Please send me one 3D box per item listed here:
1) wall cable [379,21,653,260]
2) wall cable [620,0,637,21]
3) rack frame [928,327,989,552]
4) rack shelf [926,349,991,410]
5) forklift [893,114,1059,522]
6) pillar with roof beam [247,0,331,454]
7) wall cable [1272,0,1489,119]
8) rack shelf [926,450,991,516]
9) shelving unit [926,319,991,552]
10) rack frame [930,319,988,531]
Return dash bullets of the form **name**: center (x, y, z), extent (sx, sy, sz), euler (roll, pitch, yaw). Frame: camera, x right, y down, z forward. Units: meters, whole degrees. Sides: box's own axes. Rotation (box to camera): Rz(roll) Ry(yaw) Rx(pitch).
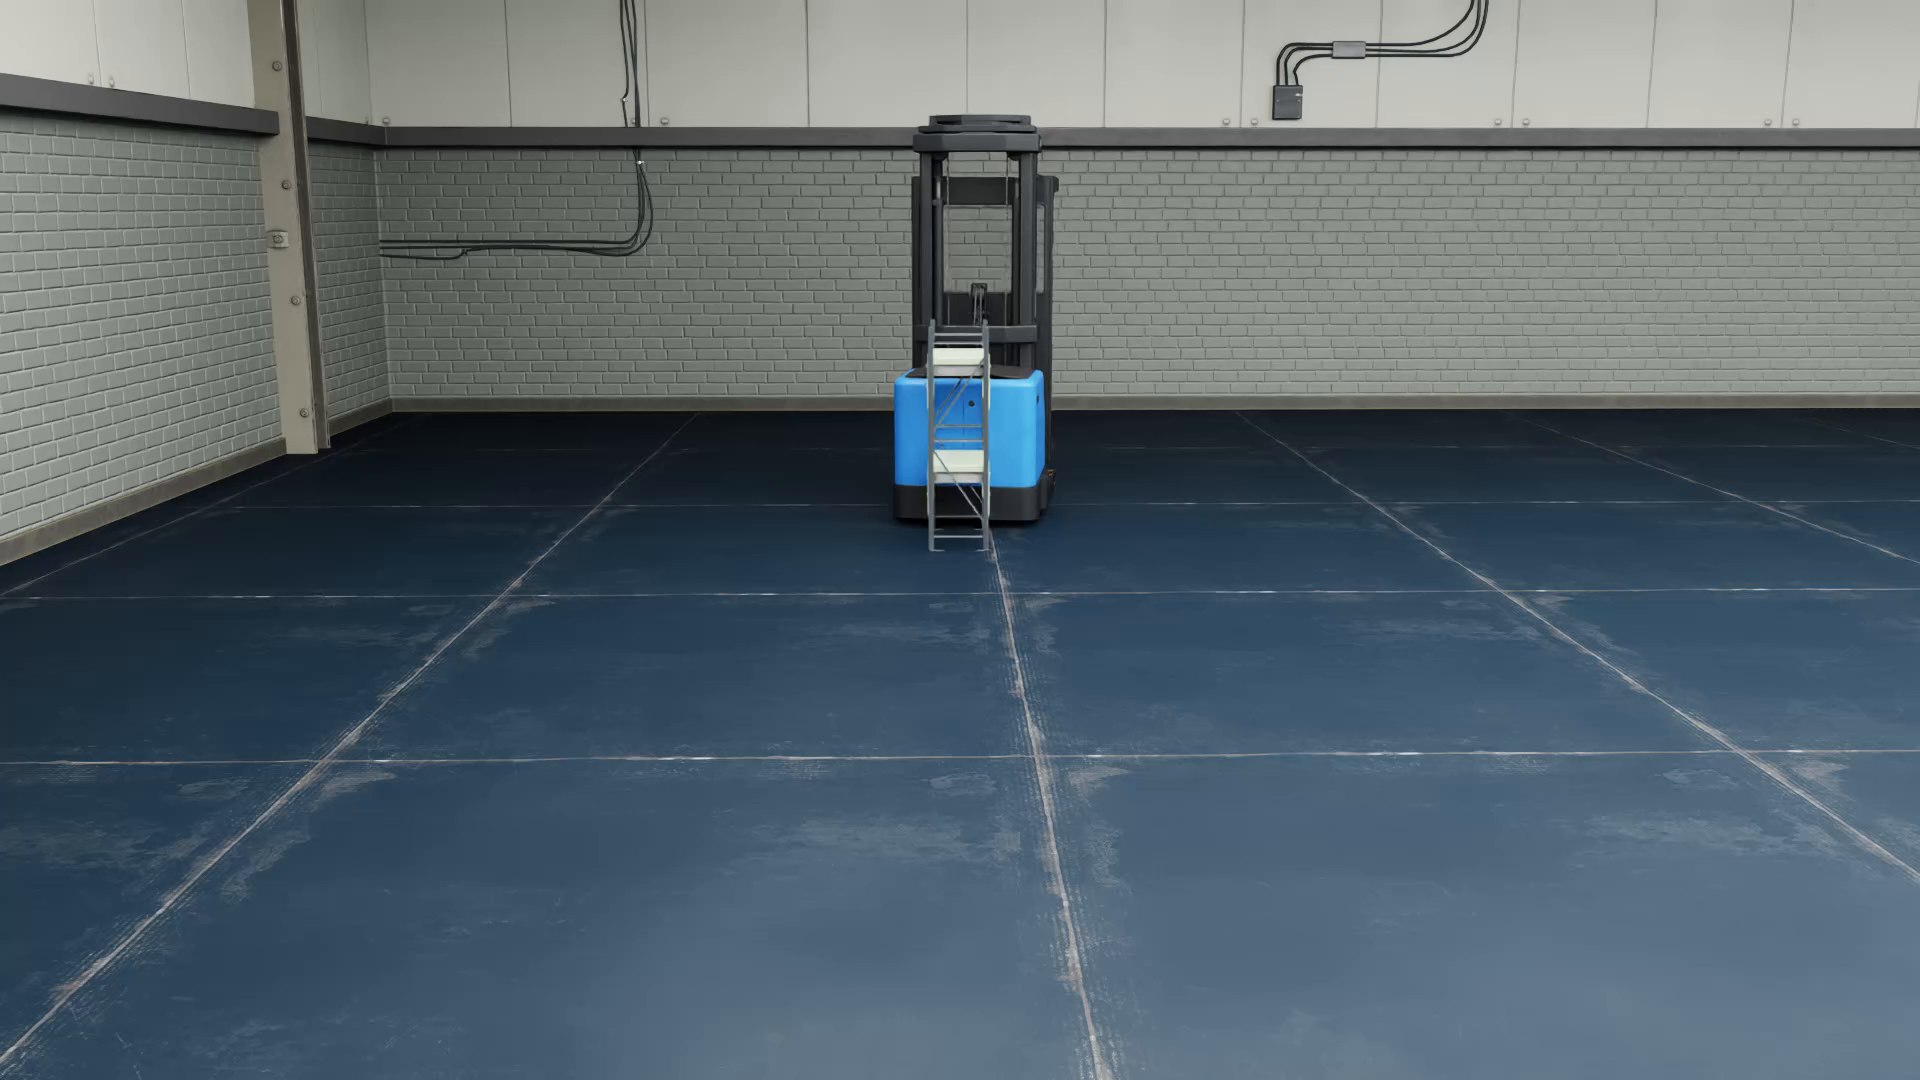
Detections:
- **wall cable**: center (-4.916, -4.326, 18.061), extent (3.097, 2.526, 0.112), euler (0, 11, -1)
- **wall cable**: center (-2.212, -6.813, 17.614), extent (3.097, 2.526, 0.112), euler (0, 11, -1)
- **rack frame**: center (-0.010, -0.657, 11.026), extent (0.400, 1.500, 0.023), euler (0, 11, 0)
- **rack shelf**: center (-0.009, -1.112, 11.307), extent (0.431, 0.370, 0.720), euler (0, 11, 0)
- **forklift**: center (0.200, -1.812, 13.117), extent (1.130, 2.935, 3.031), euler (1, 12, 7)
- **pillar with roof beam**: center (-1.873, -5.275, 14.926), extent (9.100, 9.000, 0.400), euler (0, 11, -1)
- **wall cable**: center (4.575, -7.551, 17.591), extent (2.305, 6.003, 0.169), euler (0, 11, -1)
- **rack shelf**: center (-0.009, -0.410, 11.450), extent (0.431, 0.370, 0.720), euler (0, 11, 0)
- **shelving unit**: center (-0.009, -0.730, 11.385), extent (0.431, 1.500, 0.755), euler (0, 11, 0)
- **rack frame**: center (-0.008, -0.803, 11.744), extent (0.400, 1.500, 0.023), euler (0, 11, 0)
